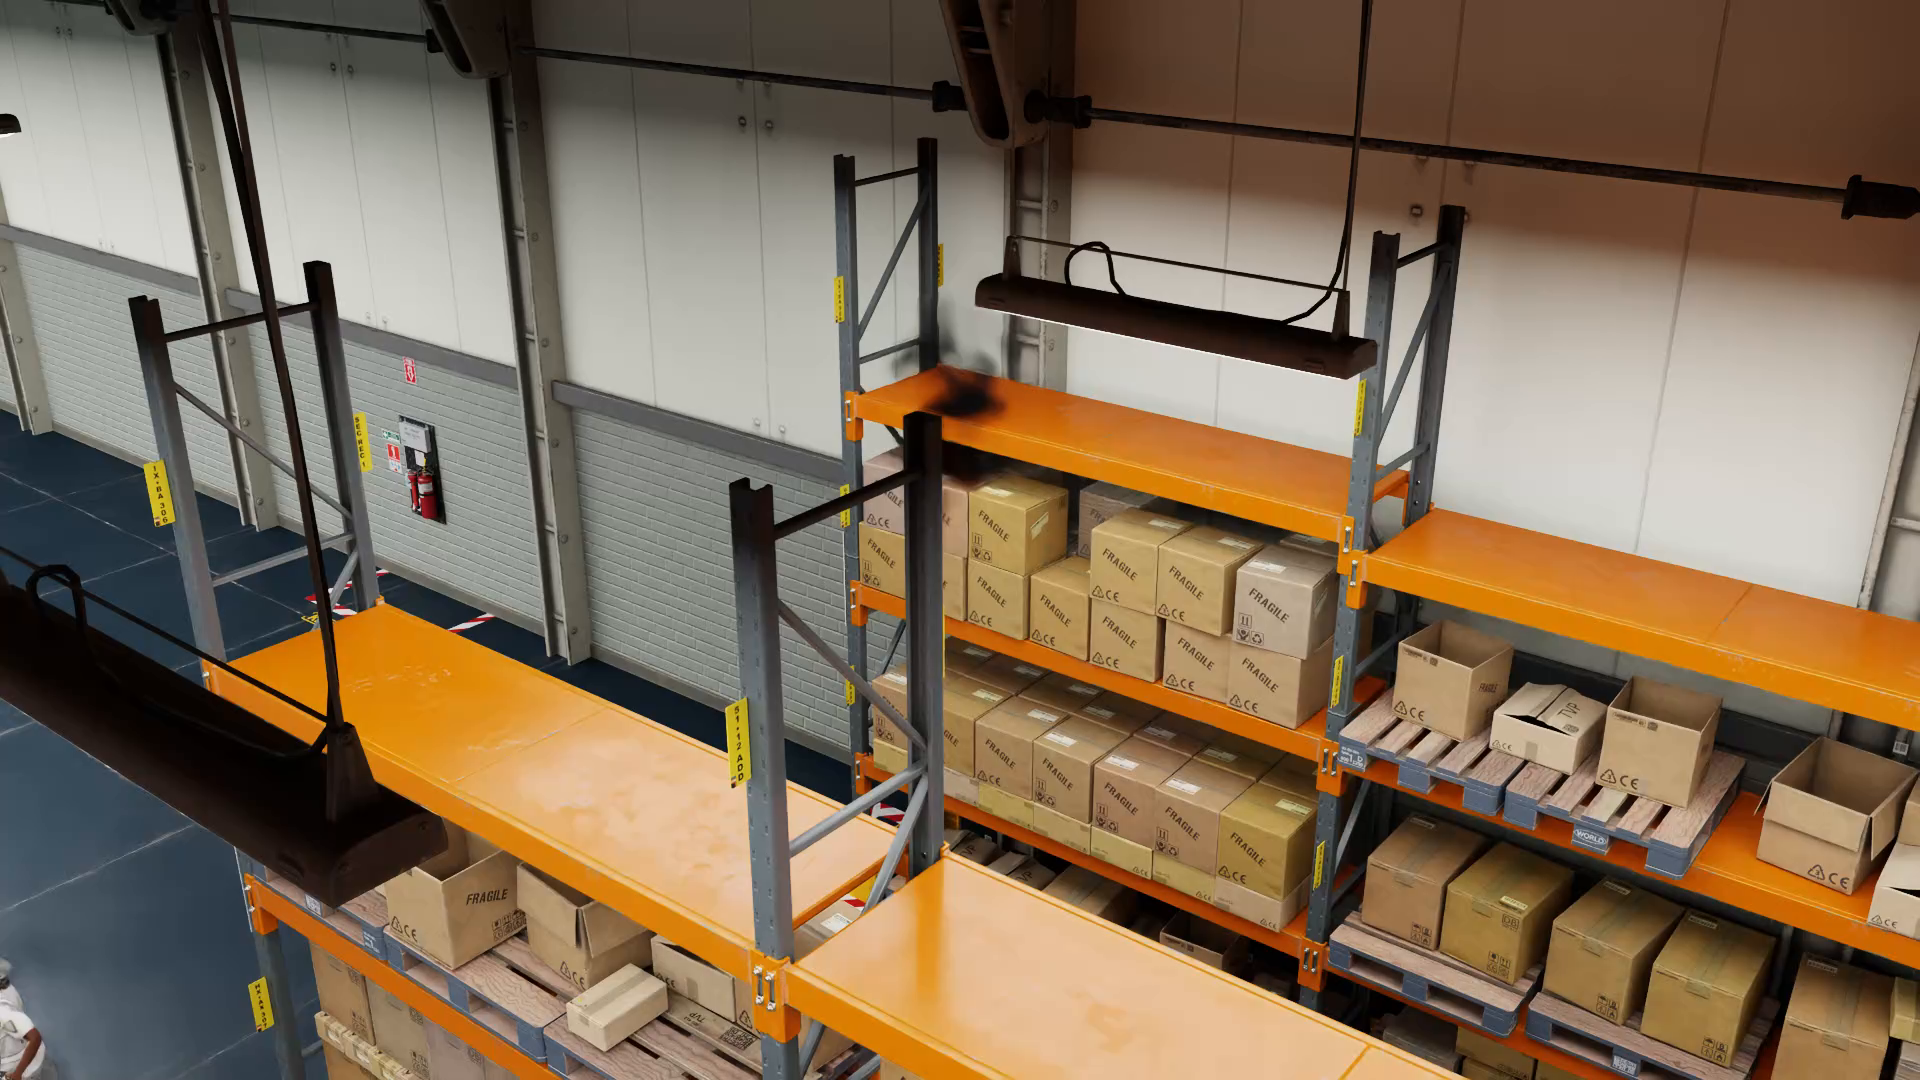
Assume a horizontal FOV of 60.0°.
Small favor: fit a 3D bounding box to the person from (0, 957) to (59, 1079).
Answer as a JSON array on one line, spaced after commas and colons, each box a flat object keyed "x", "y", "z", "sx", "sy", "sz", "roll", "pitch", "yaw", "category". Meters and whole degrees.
[{"x": -5.877, "y": 3.341, "z": 10.473, "sx": 0.875, "sy": 1.744, "sz": 0.589, "roll": -9, "pitch": 24, "yaw": -20, "category": "person"}]
